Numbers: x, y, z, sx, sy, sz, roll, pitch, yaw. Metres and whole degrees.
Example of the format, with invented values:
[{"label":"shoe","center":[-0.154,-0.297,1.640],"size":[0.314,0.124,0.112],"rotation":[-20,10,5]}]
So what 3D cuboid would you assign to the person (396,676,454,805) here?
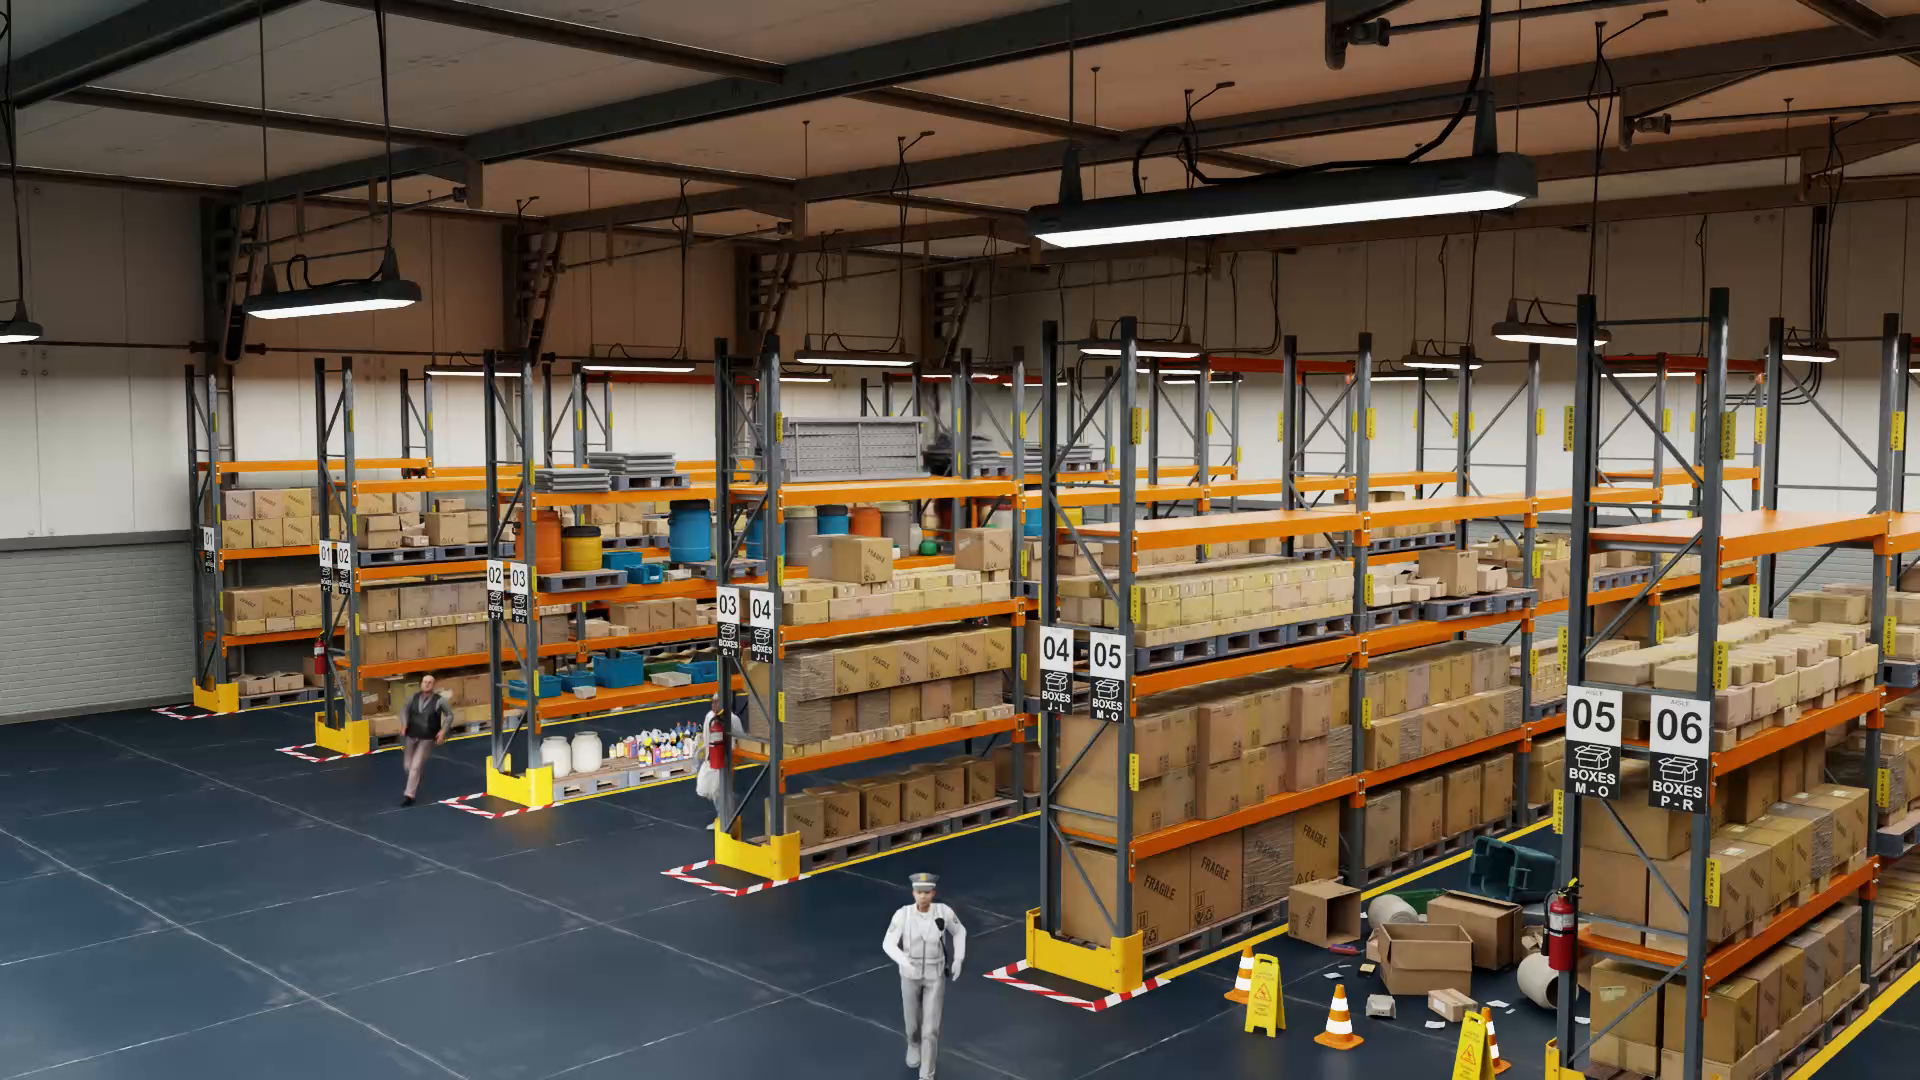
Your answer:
[{"label":"person","center":[-7.124,2.637,22.137],"size":[0.713,1.669,0.822],"rotation":[0,4,4]}]

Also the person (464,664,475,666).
[{"label":"person","center":[-8.459,2.124,28.873],"size":[0.603,1.613,0.593],"rotation":[3,6,38]}]

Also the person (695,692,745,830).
[{"label":"person","center":[-2.956,2.721,20.599],"size":[0.669,1.732,0.584],"rotation":[3,5,34]}]

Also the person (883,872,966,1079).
[{"label":"person","center":[-0.269,3.353,12.720],"size":[0.637,1.707,0.815],"rotation":[0,4,0]}]
